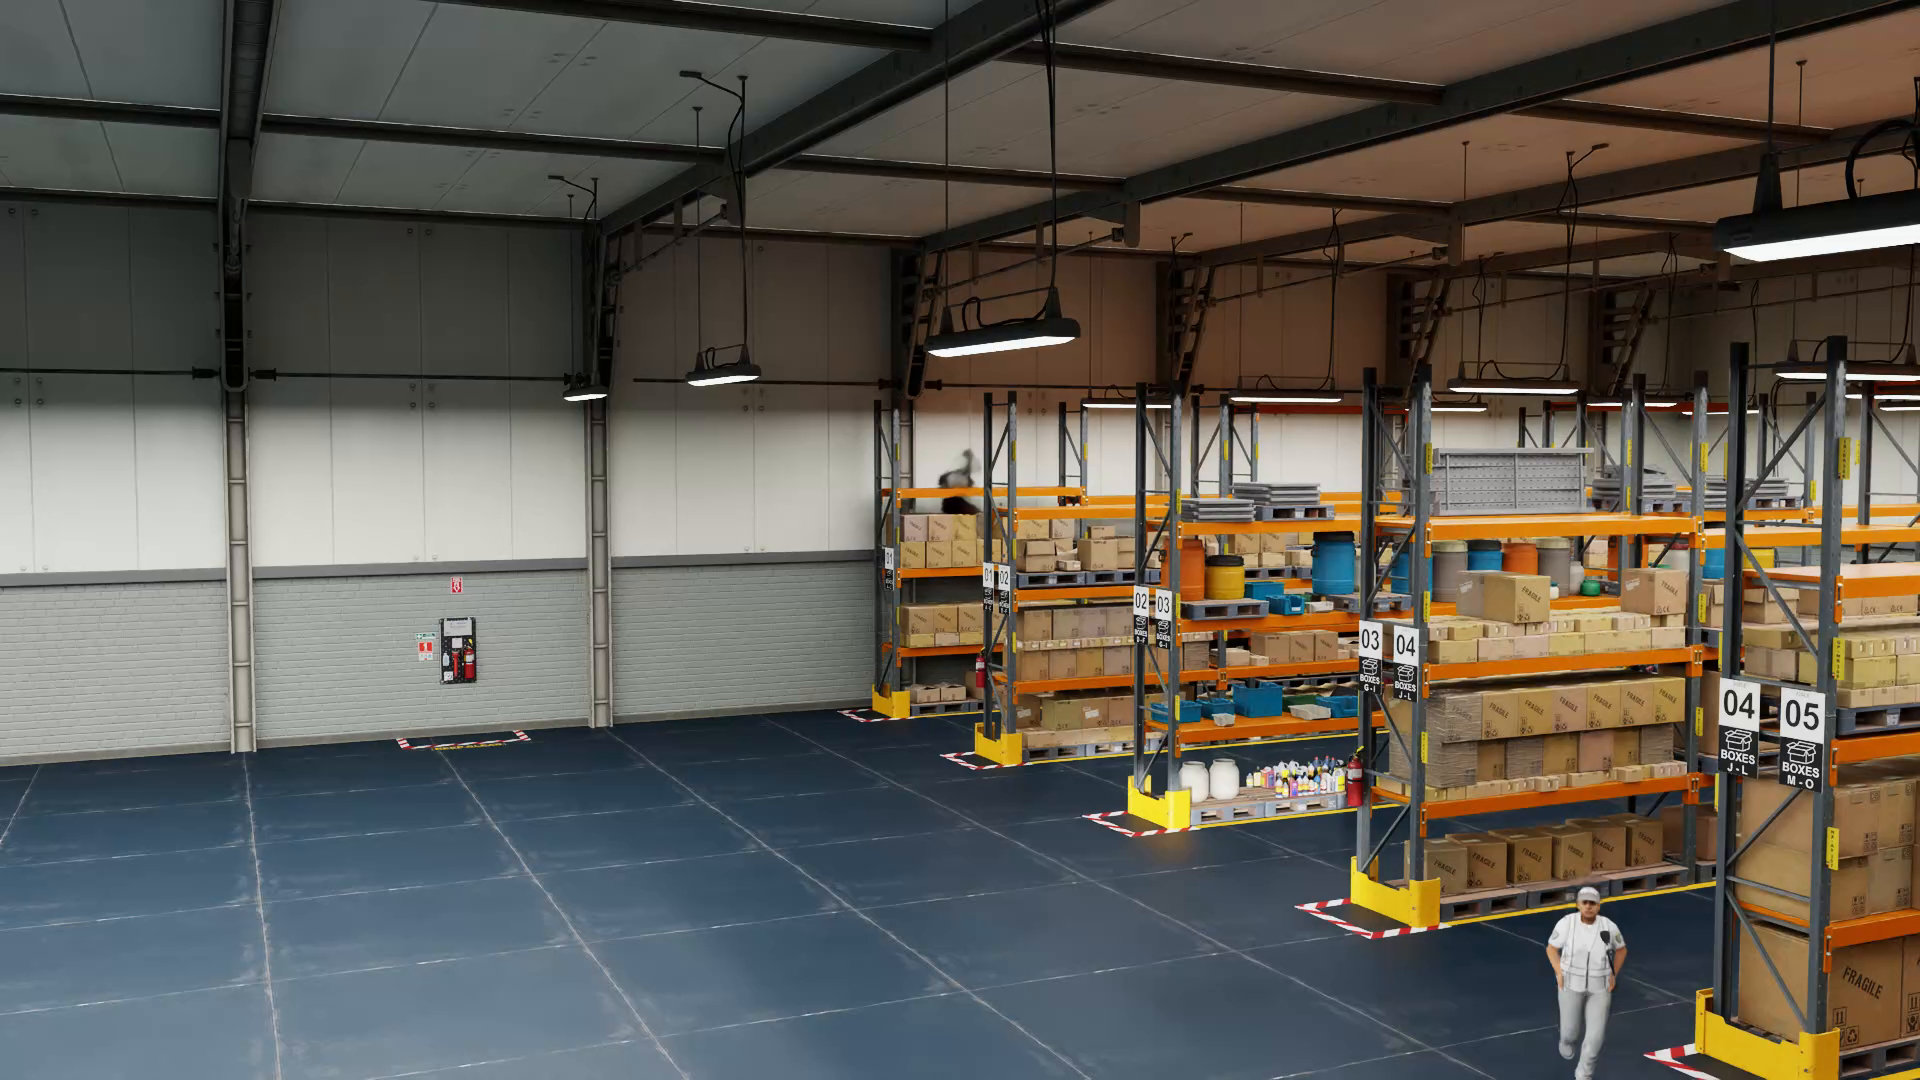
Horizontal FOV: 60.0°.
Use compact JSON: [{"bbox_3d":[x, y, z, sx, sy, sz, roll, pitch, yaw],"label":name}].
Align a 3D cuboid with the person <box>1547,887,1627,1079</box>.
[{"bbox_3d":[5.032,3.587,13.356,0.612,1.650,0.710,1,3,17],"label":"person"}]
